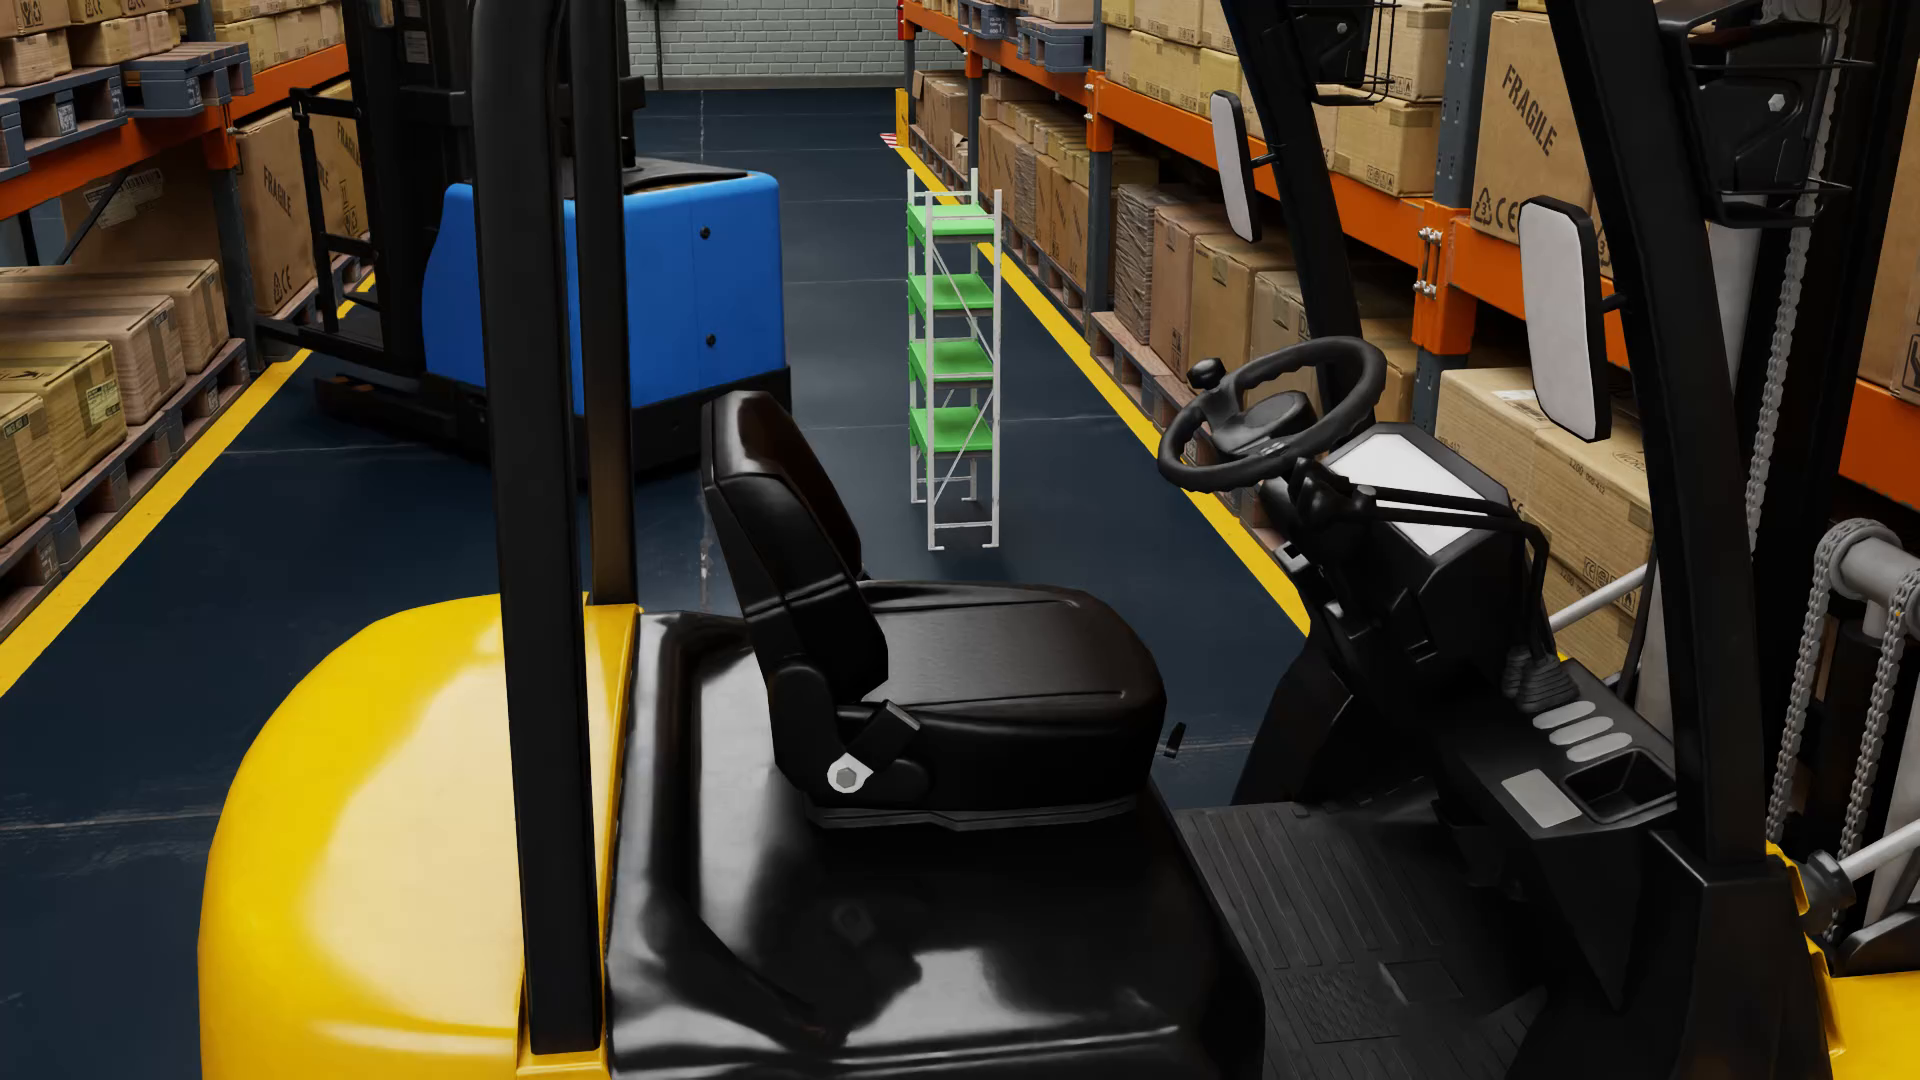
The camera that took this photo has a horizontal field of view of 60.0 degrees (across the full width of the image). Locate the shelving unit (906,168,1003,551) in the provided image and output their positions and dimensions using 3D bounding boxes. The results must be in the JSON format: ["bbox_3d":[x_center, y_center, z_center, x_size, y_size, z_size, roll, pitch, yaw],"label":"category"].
[{"bbox_3d":[-0.024,-0.619,5.660,0.258,1.200,0.503,-3,21,-8],"label":"shelving unit"}]

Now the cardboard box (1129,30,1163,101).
[{"bbox_3d":[1.023,-2.011,7.027,0.500,0.250,0.500,-3,21,-9],"label":"cardboard box"}]

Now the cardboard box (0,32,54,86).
[{"bbox_3d":[-3.128,-1.524,5.267,0.380,0.149,0.250,-2,21,-6],"label":"cardboard box"}]

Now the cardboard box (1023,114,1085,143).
[{"bbox_3d":[0.596,-2.549,10.300,0.380,0.149,0.250,-2,21,-6],"label":"cardboard box"}]

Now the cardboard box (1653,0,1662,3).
[{"bbox_3d":[1.600,-1.085,3.264,0.380,0.149,0.250,-3,21,-8],"label":"cardboard box"}]

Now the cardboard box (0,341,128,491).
[{"bbox_3d":[-3.488,-0.421,5.712,0.950,0.372,0.625,-2,21,-6],"label":"cardboard box"}]

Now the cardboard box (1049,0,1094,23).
[{"bbox_3d":[0.659,-2.708,8.439,0.380,0.149,0.250,-3,21,-7],"label":"cardboard box"}]

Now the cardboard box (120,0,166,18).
[{"bbox_3d":[-3.352,-2.231,6.233,0.500,0.500,0.500,-3,21,-9],"label":"cardboard box"}]

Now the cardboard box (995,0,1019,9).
[{"bbox_3d":[0.593,-3.420,9.842,0.700,0.500,0.500,-3,21,-8],"label":"cardboard box"}]

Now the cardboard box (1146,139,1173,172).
[{"bbox_3d":[1.240,-2.123,9.157,0.380,0.149,0.250,-3,21,-7],"label":"cardboard box"}]

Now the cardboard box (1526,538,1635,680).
[{"bbox_3d":[1.549,0.178,3.567,0.500,0.250,0.500,-3,21,-8],"label":"cardboard box"}]

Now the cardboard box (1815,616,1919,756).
[{"bbox_3d":[1.684,0.301,2.523,0.500,0.250,0.500,-3,21,-9],"label":"cardboard box"}]

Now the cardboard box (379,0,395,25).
[{"bbox_3d":[-4.163,-3.777,11.399,0.500,0.500,0.500,-2,21,-6],"label":"cardboard box"}]

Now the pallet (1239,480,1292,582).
[{"bbox_3d":[1.565,0.017,5.369,1.003,0.211,1.213,-3,21,-8],"label":"pallet"}]

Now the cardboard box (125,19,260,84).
[{"bbox_3d":[-3.599,-2.281,7.752,0.500,0.250,0.500,-3,21,-9],"label":"cardboard box"}]

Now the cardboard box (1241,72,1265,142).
[{"bbox_3d":[1.260,-1.475,5.591,0.500,0.250,0.500,-3,21,-7],"label":"cardboard box"}]

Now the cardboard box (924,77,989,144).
[{"bbox_3d":[0.060,-3.702,14.314,0.700,0.500,0.500,-2,21,-6],"label":"cardboard box"}]

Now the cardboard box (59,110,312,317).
[{"bbox_3d":[-3.795,-1.614,8.188,0.875,0.875,0.875,-3,21,-8],"label":"cardboard box"}]

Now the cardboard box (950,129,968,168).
[{"bbox_3d":[0.135,-3.024,12.832,0.396,0.266,0.258,-2,21,-6],"label":"cardboard box"}]

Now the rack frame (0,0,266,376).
[{"bbox_3d":[-3.778,-2.170,7.238,1.000,3.000,0.127,-3,21,-8],"label":"rack frame"}]

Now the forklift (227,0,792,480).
[{"bbox_3d":[-2.140,-1.991,6.857,3.031,2.935,1.130,16,26,37],"label":"forklift"}]

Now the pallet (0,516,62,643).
[{"bbox_3d":[-3.315,0.252,4.739,1.003,0.211,1.213,-3,21,-8],"label":"pallet"}]

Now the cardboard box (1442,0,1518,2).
[{"bbox_3d":[1.441,-1.494,4.359,0.380,0.149,0.250,-2,21,-6],"label":"cardboard box"}]

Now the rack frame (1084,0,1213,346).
[{"bbox_3d":[1.134,-2.421,7.912,1.000,3.000,0.127,-3,21,-8],"label":"rack frame"}]

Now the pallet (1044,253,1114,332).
[{"bbox_3d":[1.063,-1.375,9.097,1.003,0.211,1.213,-3,21,-8],"label":"pallet"}]

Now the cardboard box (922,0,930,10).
[{"bbox_3d":[-0.107,-4.497,13.829,0.380,0.149,0.250,-4,21,-9],"label":"cardboard box"}]

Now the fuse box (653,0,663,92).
[{"bbox_3d":[-3.667,-6.342,20.252,0.539,1.711,0.414,-3,21,-8],"label":"fuse box"}]

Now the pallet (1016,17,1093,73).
[{"bbox_3d":[0.967,-2.562,8.564,1.213,0.211,1.003,-3,21,-8],"label":"pallet"}]

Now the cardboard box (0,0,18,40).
[{"bbox_3d":[-3.115,-1.690,4.785,0.500,0.500,0.500,-3,21,-8],"label":"cardboard box"}]

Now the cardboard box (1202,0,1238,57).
[{"bbox_3d":[1.183,-1.888,5.984,0.500,0.250,0.500,-3,21,-7],"label":"cardboard box"}]

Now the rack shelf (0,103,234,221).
[{"bbox_3d":[-3.489,-1.140,5.510,1.077,0.370,4.000,-3,21,-8],"label":"rack shelf"}]

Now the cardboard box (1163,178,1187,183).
[{"bbox_3d":[1.350,-1.607,8.704,0.500,0.500,0.500,-2,21,-6],"label":"cardboard box"}]

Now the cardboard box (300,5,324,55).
[{"bbox_3d":[-3.835,-2.811,9.170,0.500,0.250,0.500,-3,21,-8],"label":"cardboard box"}]

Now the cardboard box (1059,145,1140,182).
[{"bbox_3d":[0.742,-2.002,8.835,0.380,0.149,0.250,-4,21,-11],"label":"cardboard box"}]

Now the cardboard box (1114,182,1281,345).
[{"bbox_3d":[1.210,-1.289,7.674,0.875,0.625,0.625,-2,21,-6],"label":"cardboard box"}]

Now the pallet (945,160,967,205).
[{"bbox_3d":[0.459,-2.738,12.744,1.003,0.211,1.213,-3,21,-8],"label":"pallet"}]

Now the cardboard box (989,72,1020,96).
[{"bbox_3d":[0.405,-3.141,11.458,0.380,0.149,0.250,-3,21,-9],"label":"cardboard box"}]

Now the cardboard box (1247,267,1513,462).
[{"bbox_3d":[1.520,-0.570,5.748,0.875,0.625,0.625,-3,21,-8],"label":"cardboard box"}]

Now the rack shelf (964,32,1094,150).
[{"bbox_3d":[0.845,-2.777,9.892,1.077,0.370,4.000,-3,21,-8],"label":"rack shelf"}]

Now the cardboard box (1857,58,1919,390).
[{"bbox_3d":[1.681,-0.562,2.790,0.500,0.500,0.500,-3,21,-8],"label":"cardboard box"}]

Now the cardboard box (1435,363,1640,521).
[{"bbox_3d":[1.470,-0.230,3.945,0.500,0.250,0.500,-3,21,-9],"label":"cardboard box"}]

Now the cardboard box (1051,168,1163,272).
[{"bbox_3d":[0.798,-1.756,9.104,0.500,0.500,0.500,-3,21,-9],"label":"cardboard box"}]

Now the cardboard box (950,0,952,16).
[{"bbox_3d":[0.130,-4.056,12.648,0.380,0.149,0.250,-2,21,-6],"label":"cardboard box"}]

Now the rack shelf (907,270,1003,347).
[{"bbox_3d":[-0.024,-0.784,5.598,0.258,0.148,0.480,-3,21,-8],"label":"rack shelf"}]

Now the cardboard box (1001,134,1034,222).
[{"bbox_3d":[0.558,-2.296,10.549,0.500,0.500,0.500,-4,21,-9],"label":"cardboard box"}]

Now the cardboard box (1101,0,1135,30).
[{"bbox_3d":[0.931,-2.418,7.403,0.500,0.250,0.500,-3,21,-8],"label":"cardboard box"}]

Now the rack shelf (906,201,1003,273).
[{"bbox_3d":[-0.024,-1.009,5.514,0.258,0.148,0.480,-3,21,-8],"label":"rack shelf"}]

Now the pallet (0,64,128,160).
[{"bbox_3d":[-3.452,-1.396,5.442,1.003,0.211,1.213,-3,21,-8],"label":"pallet"}]

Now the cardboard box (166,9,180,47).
[{"bbox_3d":[-3.387,-2.058,6.697,0.380,0.149,0.250,-3,21,-7],"label":"cardboard box"}]

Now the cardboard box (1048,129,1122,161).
[{"bbox_3d":[0.718,-2.275,9.567,0.380,0.149,0.250,-3,21,-9],"label":"cardboard box"}]

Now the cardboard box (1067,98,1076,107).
[{"bbox_3d":[0.939,-2.932,11.325,0.380,0.149,0.250,-3,21,-8],"label":"cardboard box"}]

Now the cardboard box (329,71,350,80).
[{"bbox_3d":[-4.186,-2.545,10.680,0.875,0.875,0.875,-2,21,-6],"label":"cardboard box"}]

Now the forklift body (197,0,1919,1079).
[{"bbox_3d":[0.208,0.182,2.156,2.313,2.155,1.214,-3,21,-8],"label":"forklift body"}]

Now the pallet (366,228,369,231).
[{"bbox_3d":[-4.168,-1.985,10.729,1.003,0.211,1.213,-3,21,-8],"label":"pallet"}]

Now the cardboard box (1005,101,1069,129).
[{"bbox_3d":[0.510,-2.818,11.019,0.380,0.149,0.250,-4,21,-11],"label":"cardboard box"}]

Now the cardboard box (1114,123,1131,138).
[{"bbox_3d":[1.128,-2.392,9.879,0.380,0.149,0.250,-3,21,-7],"label":"cardboard box"}]

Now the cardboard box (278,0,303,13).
[{"bbox_3d":[-3.739,-2.874,8.623,0.500,0.250,0.500,-3,21,-8],"label":"cardboard box"}]

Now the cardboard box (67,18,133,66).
[{"bbox_3d":[-3.225,-1.791,5.982,0.380,0.149,0.250,-3,21,-7],"label":"cardboard box"}]
